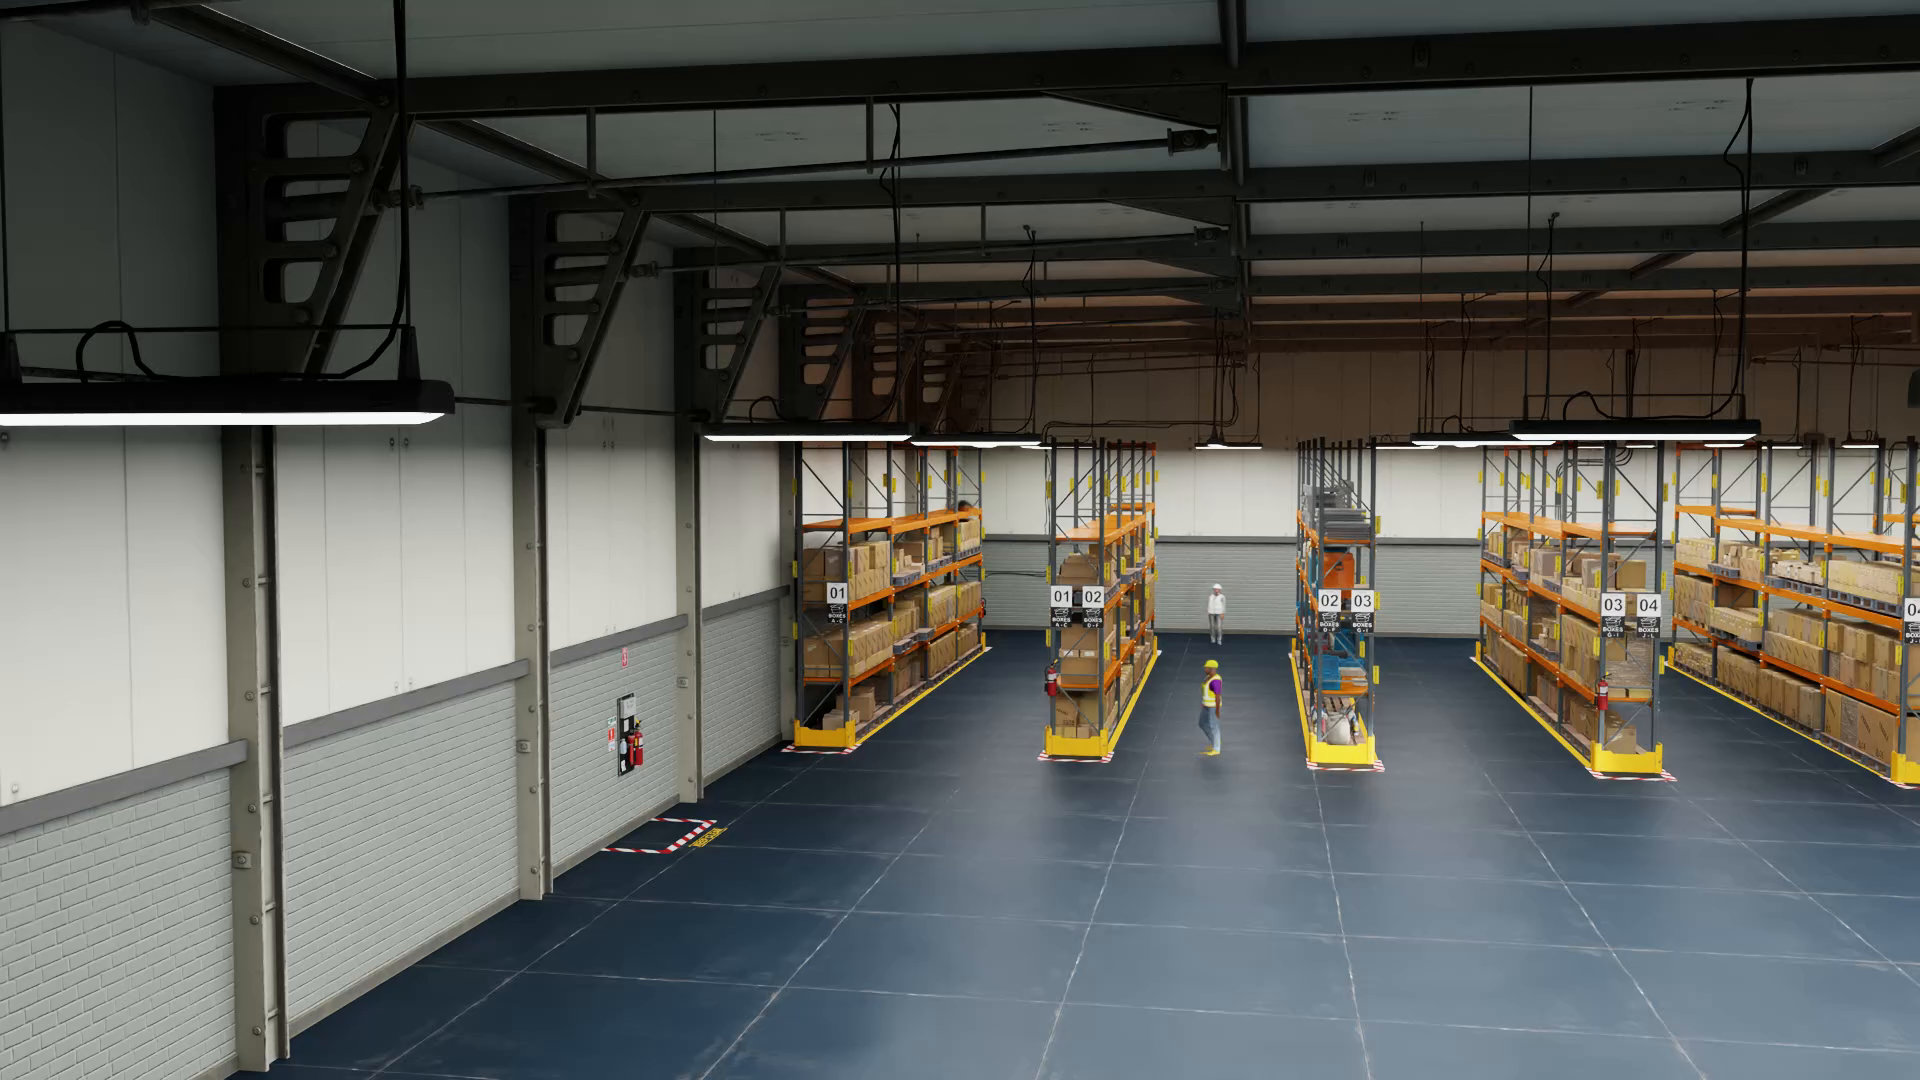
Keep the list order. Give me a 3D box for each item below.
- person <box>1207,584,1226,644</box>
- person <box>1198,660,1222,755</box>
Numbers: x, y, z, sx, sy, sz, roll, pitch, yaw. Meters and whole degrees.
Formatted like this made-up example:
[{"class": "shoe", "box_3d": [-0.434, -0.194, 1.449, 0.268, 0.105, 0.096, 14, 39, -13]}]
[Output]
[{"class": "person", "box_3d": [7.681, 2.218, 49.768, 0.547, 1.784, 0.530, 1, 3, 12]}, {"class": "person", "box_3d": [4.764, 3.155, 31.488, 0.430, 1.775, 0.608, -1, 3, -14]}]
